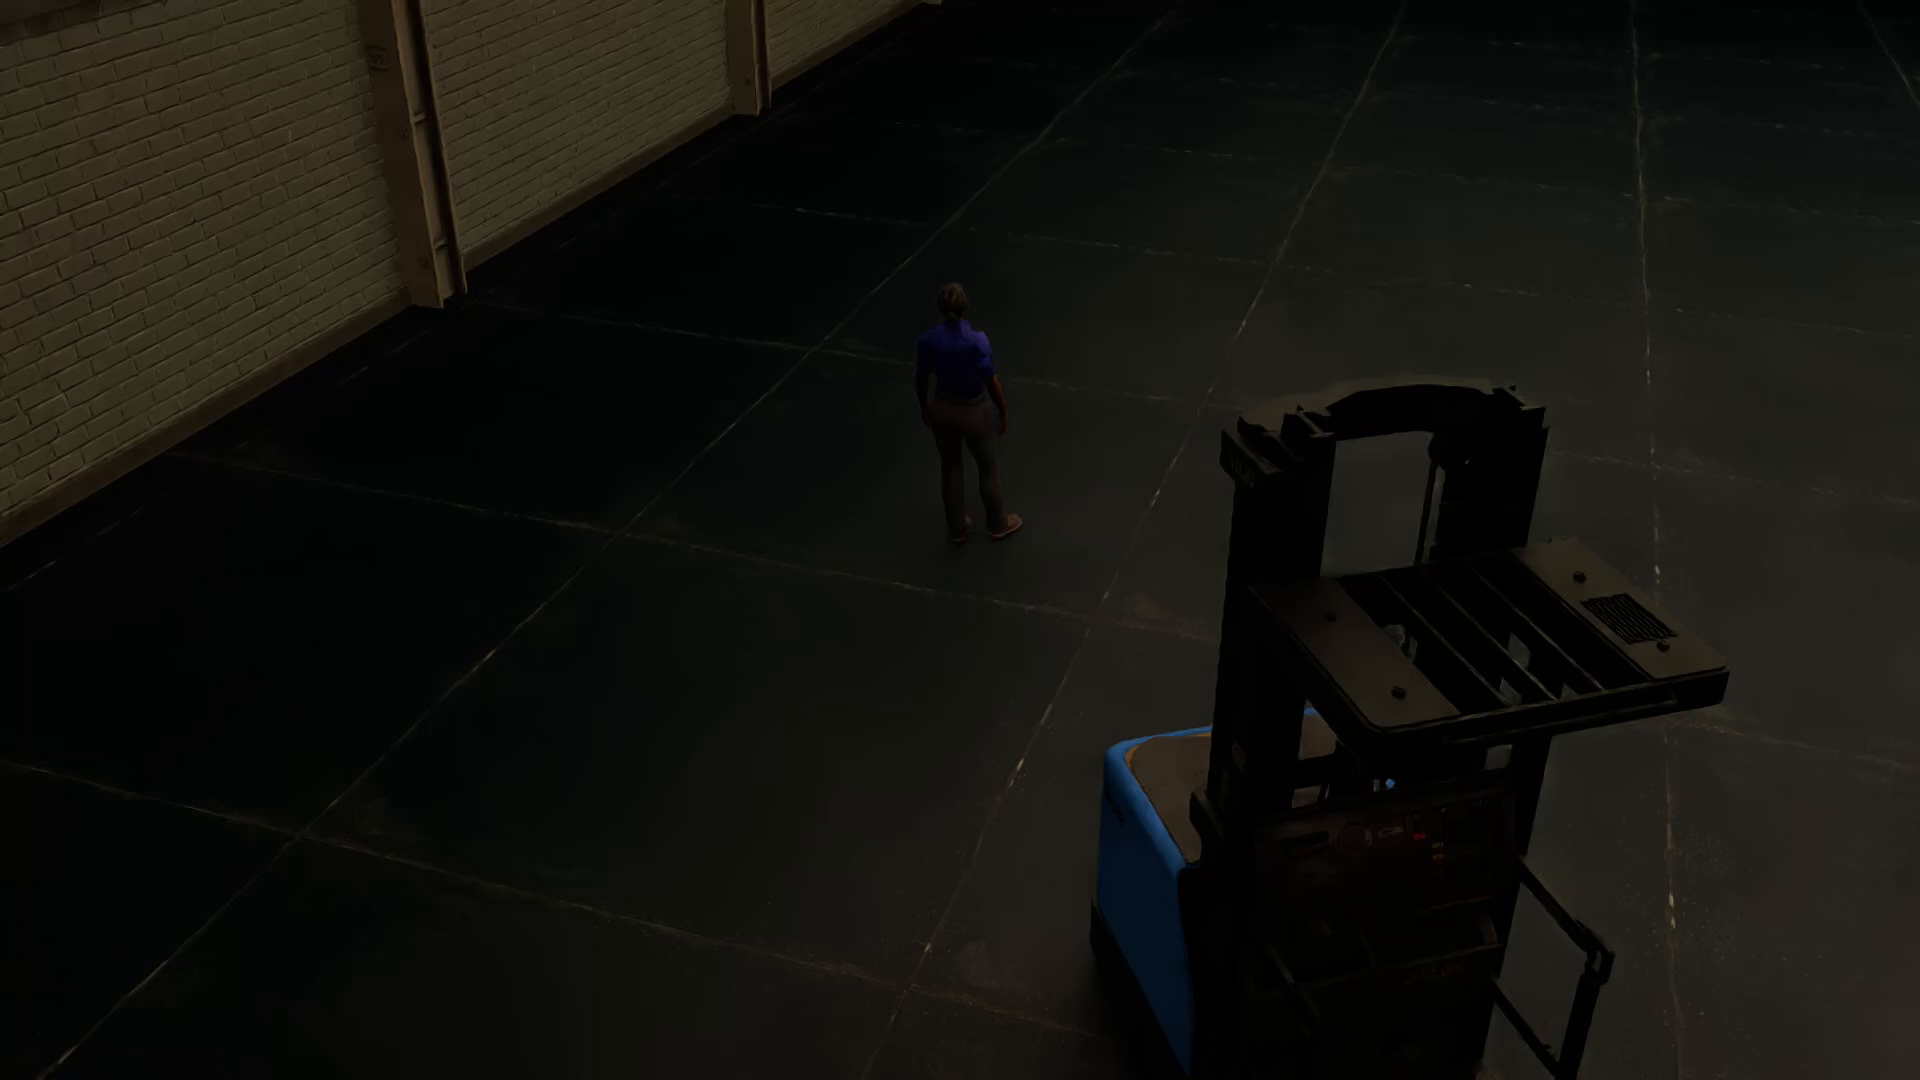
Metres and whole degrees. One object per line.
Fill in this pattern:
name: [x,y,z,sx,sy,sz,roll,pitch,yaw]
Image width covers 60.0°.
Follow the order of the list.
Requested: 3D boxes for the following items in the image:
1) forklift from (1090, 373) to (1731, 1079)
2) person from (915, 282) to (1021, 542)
forklift: [1.442,1.093,5.219,1.130,2.935,3.031,-8,31,-14]
person: [0.047,-0.763,9.749,0.570,1.654,0.503,10,31,16]
